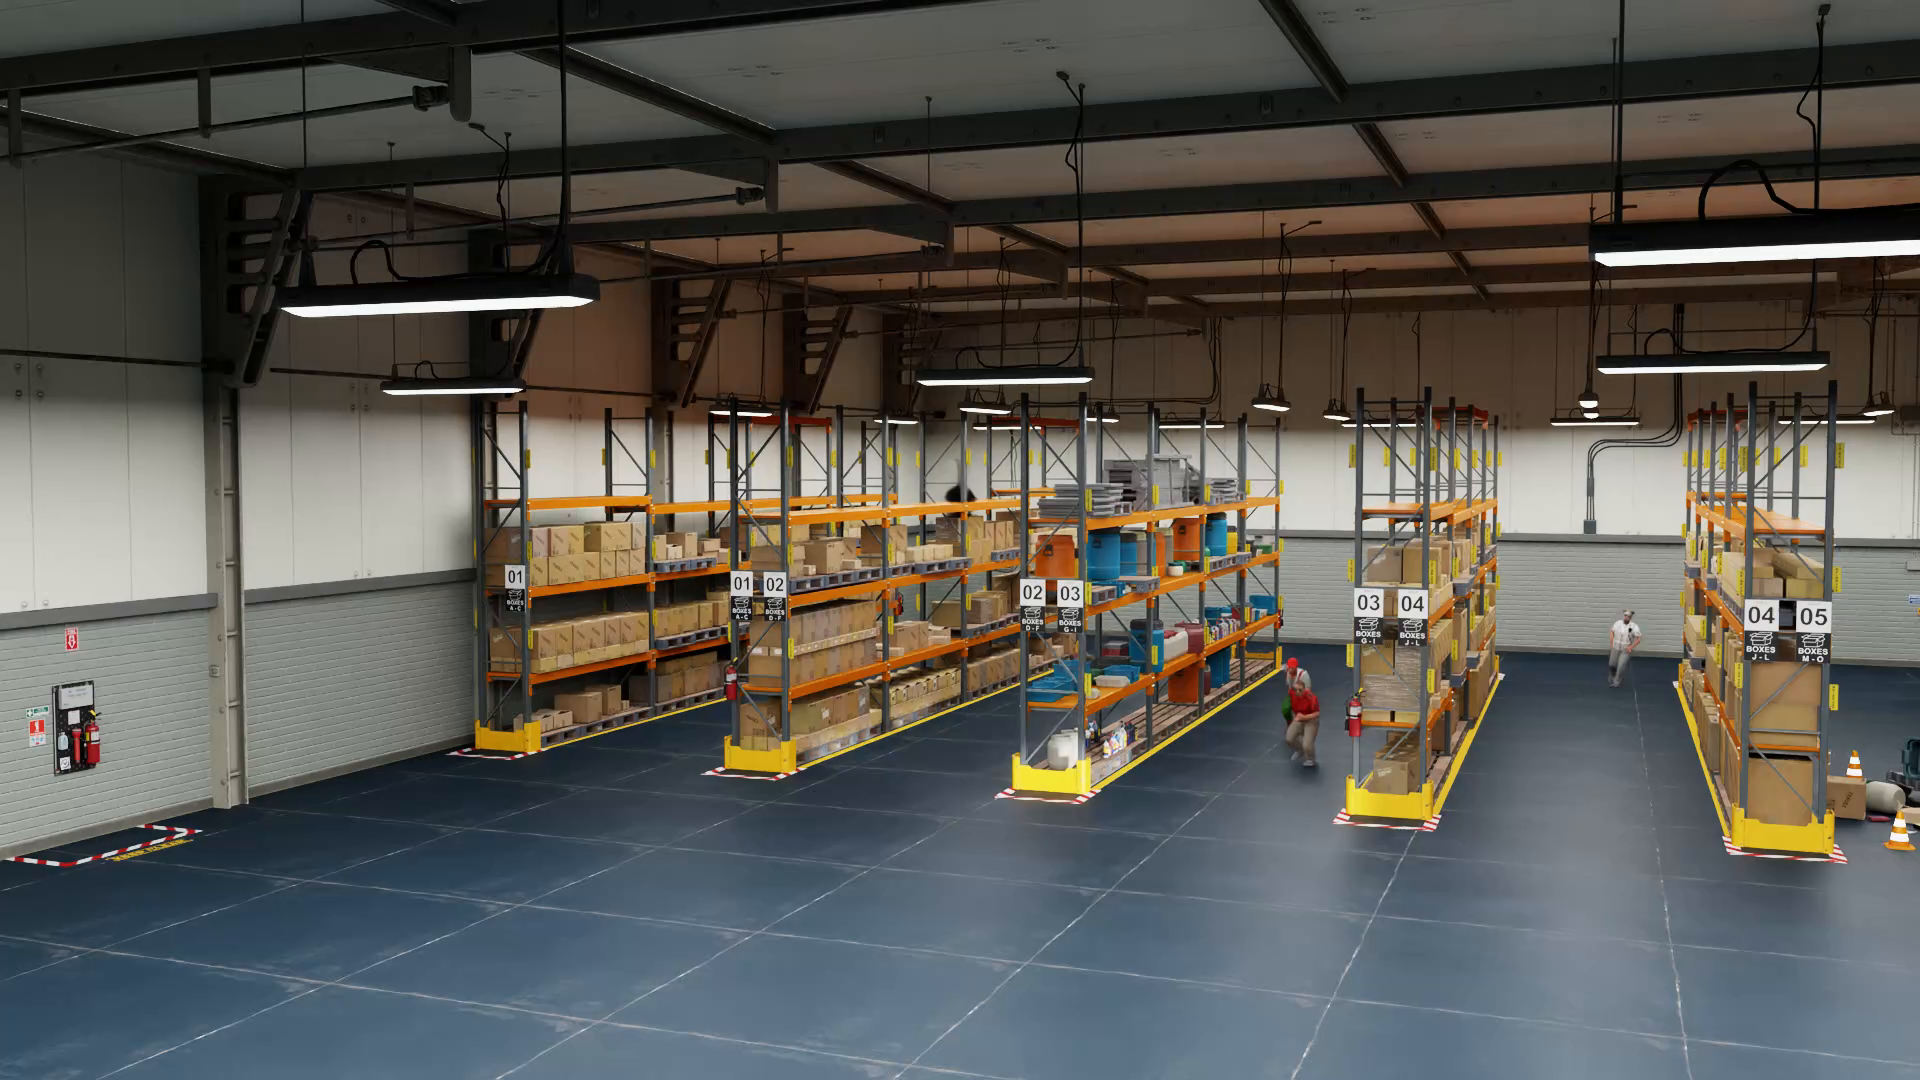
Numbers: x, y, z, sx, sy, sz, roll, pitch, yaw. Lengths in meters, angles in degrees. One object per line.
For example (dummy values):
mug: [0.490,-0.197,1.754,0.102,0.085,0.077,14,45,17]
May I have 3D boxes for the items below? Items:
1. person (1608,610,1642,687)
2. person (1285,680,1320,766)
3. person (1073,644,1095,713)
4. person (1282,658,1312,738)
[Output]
person: [14.553,2.370,36.444,0.734,1.726,0.566,2,3,34]
person: [5.525,2.953,26.803,0.692,1.466,1.000,2,4,38]
person: [2.493,2.713,32.466,0.561,1.435,0.780,2,4,39]
person: [5.989,2.810,29.432,0.665,1.549,1.175,2,3,32]
